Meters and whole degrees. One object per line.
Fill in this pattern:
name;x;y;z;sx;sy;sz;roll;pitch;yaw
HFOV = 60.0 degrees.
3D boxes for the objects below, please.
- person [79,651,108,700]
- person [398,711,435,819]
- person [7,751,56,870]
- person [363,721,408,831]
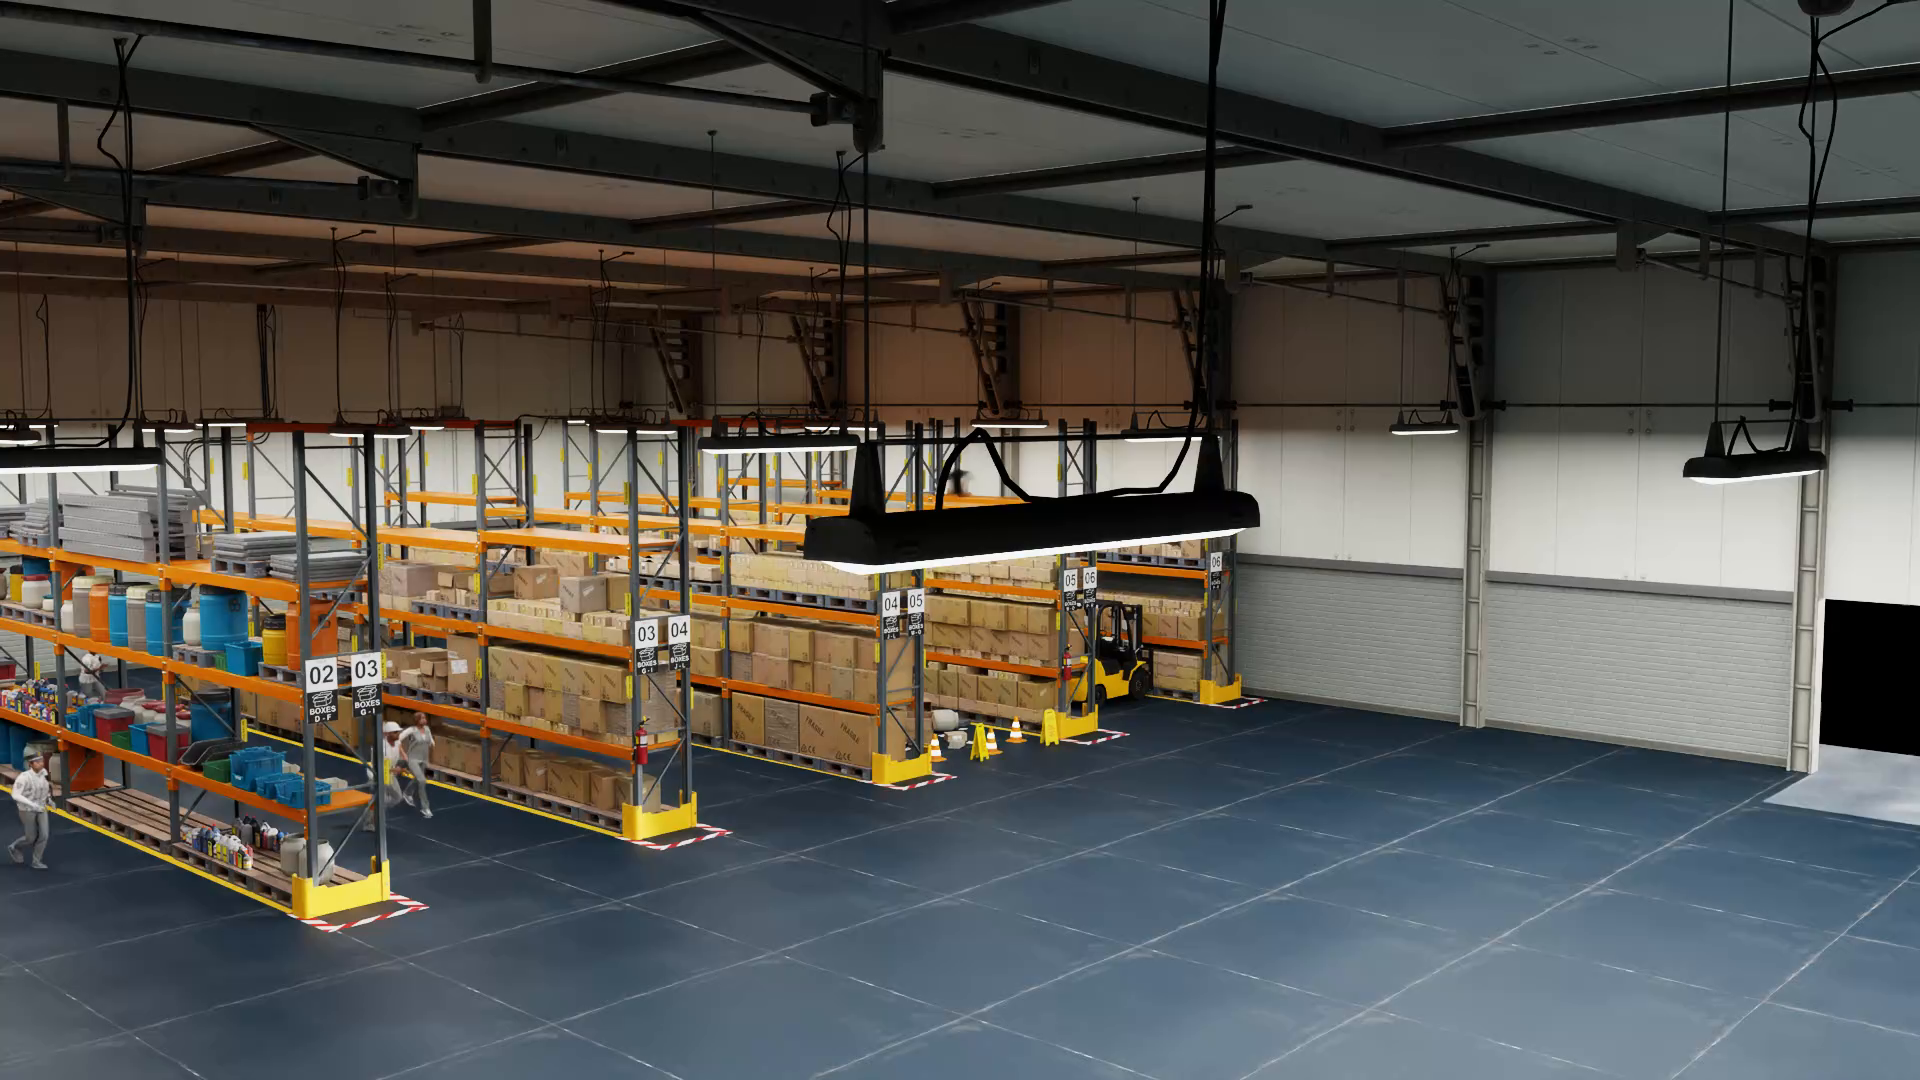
person;-17.275;2.822;33.046;0.850;1.633;0.516;2;5;20
person;-8.392;3.435;25.629;0.856;1.621;0.571;3;6;35
person;-12.690;3.674;22.688;0.717;1.636;0.609;2;5;25
person;-8.492;3.493;24.637;0.778;1.651;0.722;1;5;10
